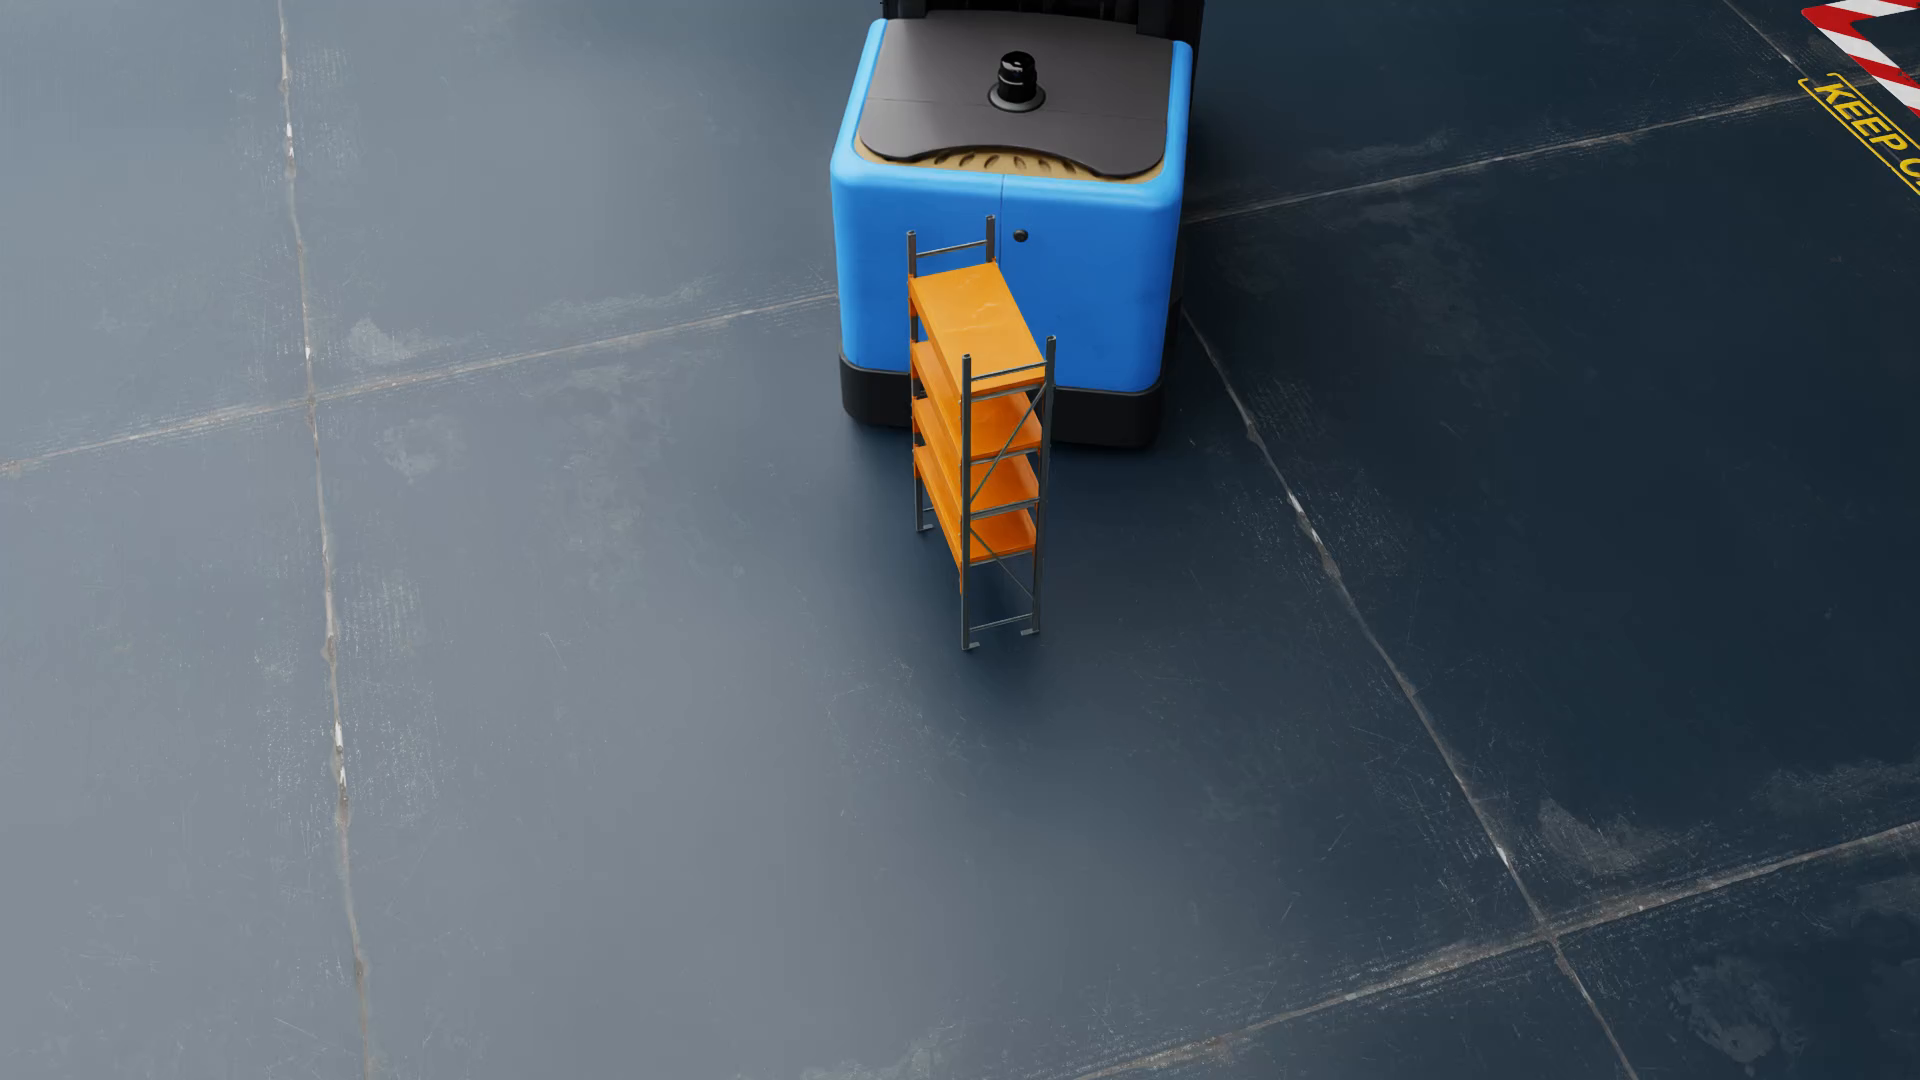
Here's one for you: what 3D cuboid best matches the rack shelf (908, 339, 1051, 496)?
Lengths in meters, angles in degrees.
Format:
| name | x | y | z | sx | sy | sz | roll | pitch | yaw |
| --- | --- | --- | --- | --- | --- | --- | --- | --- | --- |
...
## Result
| name | x | y | z | sx | sy | sz | roll | pitch | yaw |
| --- | --- | --- | --- | --- | --- | --- | --- | --- | --- |
| rack shelf | 0.049 | -0.367 | 4.570 | 0.258 | 0.148 | 0.480 | -13 | 51 | -11 |

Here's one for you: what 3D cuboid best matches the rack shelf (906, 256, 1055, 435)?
| name | x | y | z | sx | sy | sz | roll | pitch | yaw |
| --- | --- | --- | --- | --- | --- | --- | --- | --- | --- |
| rack shelf | 0.049 | -0.519 | 4.389 | 0.258 | 0.148 | 0.480 | -13 | 51 | -11 |

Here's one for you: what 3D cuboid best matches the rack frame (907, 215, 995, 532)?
| name | x | y | z | sx | sy | sz | roll | pitch | yaw |
| --- | --- | --- | --- | --- | --- | --- | --- | --- | --- |
| rack frame | -0.023 | -0.444 | 4.840 | 0.240 | 1.200 | 0.015 | -13 | 51 | -11 |

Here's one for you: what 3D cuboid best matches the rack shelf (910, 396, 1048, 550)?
| name | x | y | z | sx | sy | sz | roll | pitch | yaw |
| --- | --- | --- | --- | --- | --- | --- | --- | --- | --- |
| rack shelf | 0.049 | -0.222 | 4.741 | 0.258 | 0.148 | 0.480 | -13 | 51 | -11 |

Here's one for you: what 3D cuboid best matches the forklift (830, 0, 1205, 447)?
| name | x | y | z | sx | sy | sz | roll | pitch | yaw |
| --- | --- | --- | --- | --- | --- | --- | --- | --- | --- |
| forklift | 0.312 | -2.389 | 5.347 | 1.130 | 2.935 | 3.031 | 6 | 50 | 5 |

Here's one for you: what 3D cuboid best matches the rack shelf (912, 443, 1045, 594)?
| name | x | y | z | sx | sy | sz | roll | pitch | yaw |
| --- | --- | --- | --- | --- | --- | --- | --- | --- | --- |
| rack shelf | 0.049 | -0.094 | 4.893 | 0.258 | 0.148 | 0.480 | -13 | 51 | -11 |

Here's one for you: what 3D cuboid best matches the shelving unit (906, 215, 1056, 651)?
| name | x | y | z | sx | sy | sz | roll | pitch | yaw |
| --- | --- | --- | --- | --- | --- | --- | --- | --- | --- |
| shelving unit | 0.049 | -0.266 | 4.689 | 0.258 | 1.200 | 0.503 | -13 | 51 | -11 |

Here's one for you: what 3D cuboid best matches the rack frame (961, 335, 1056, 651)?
| name | x | y | z | sx | sy | sz | roll | pitch | yaw |
| --- | --- | --- | --- | --- | --- | --- | --- | --- | --- |
| rack frame | 0.121 | -0.088 | 4.539 | 0.240 | 1.200 | 0.015 | -13 | 51 | -11 |
